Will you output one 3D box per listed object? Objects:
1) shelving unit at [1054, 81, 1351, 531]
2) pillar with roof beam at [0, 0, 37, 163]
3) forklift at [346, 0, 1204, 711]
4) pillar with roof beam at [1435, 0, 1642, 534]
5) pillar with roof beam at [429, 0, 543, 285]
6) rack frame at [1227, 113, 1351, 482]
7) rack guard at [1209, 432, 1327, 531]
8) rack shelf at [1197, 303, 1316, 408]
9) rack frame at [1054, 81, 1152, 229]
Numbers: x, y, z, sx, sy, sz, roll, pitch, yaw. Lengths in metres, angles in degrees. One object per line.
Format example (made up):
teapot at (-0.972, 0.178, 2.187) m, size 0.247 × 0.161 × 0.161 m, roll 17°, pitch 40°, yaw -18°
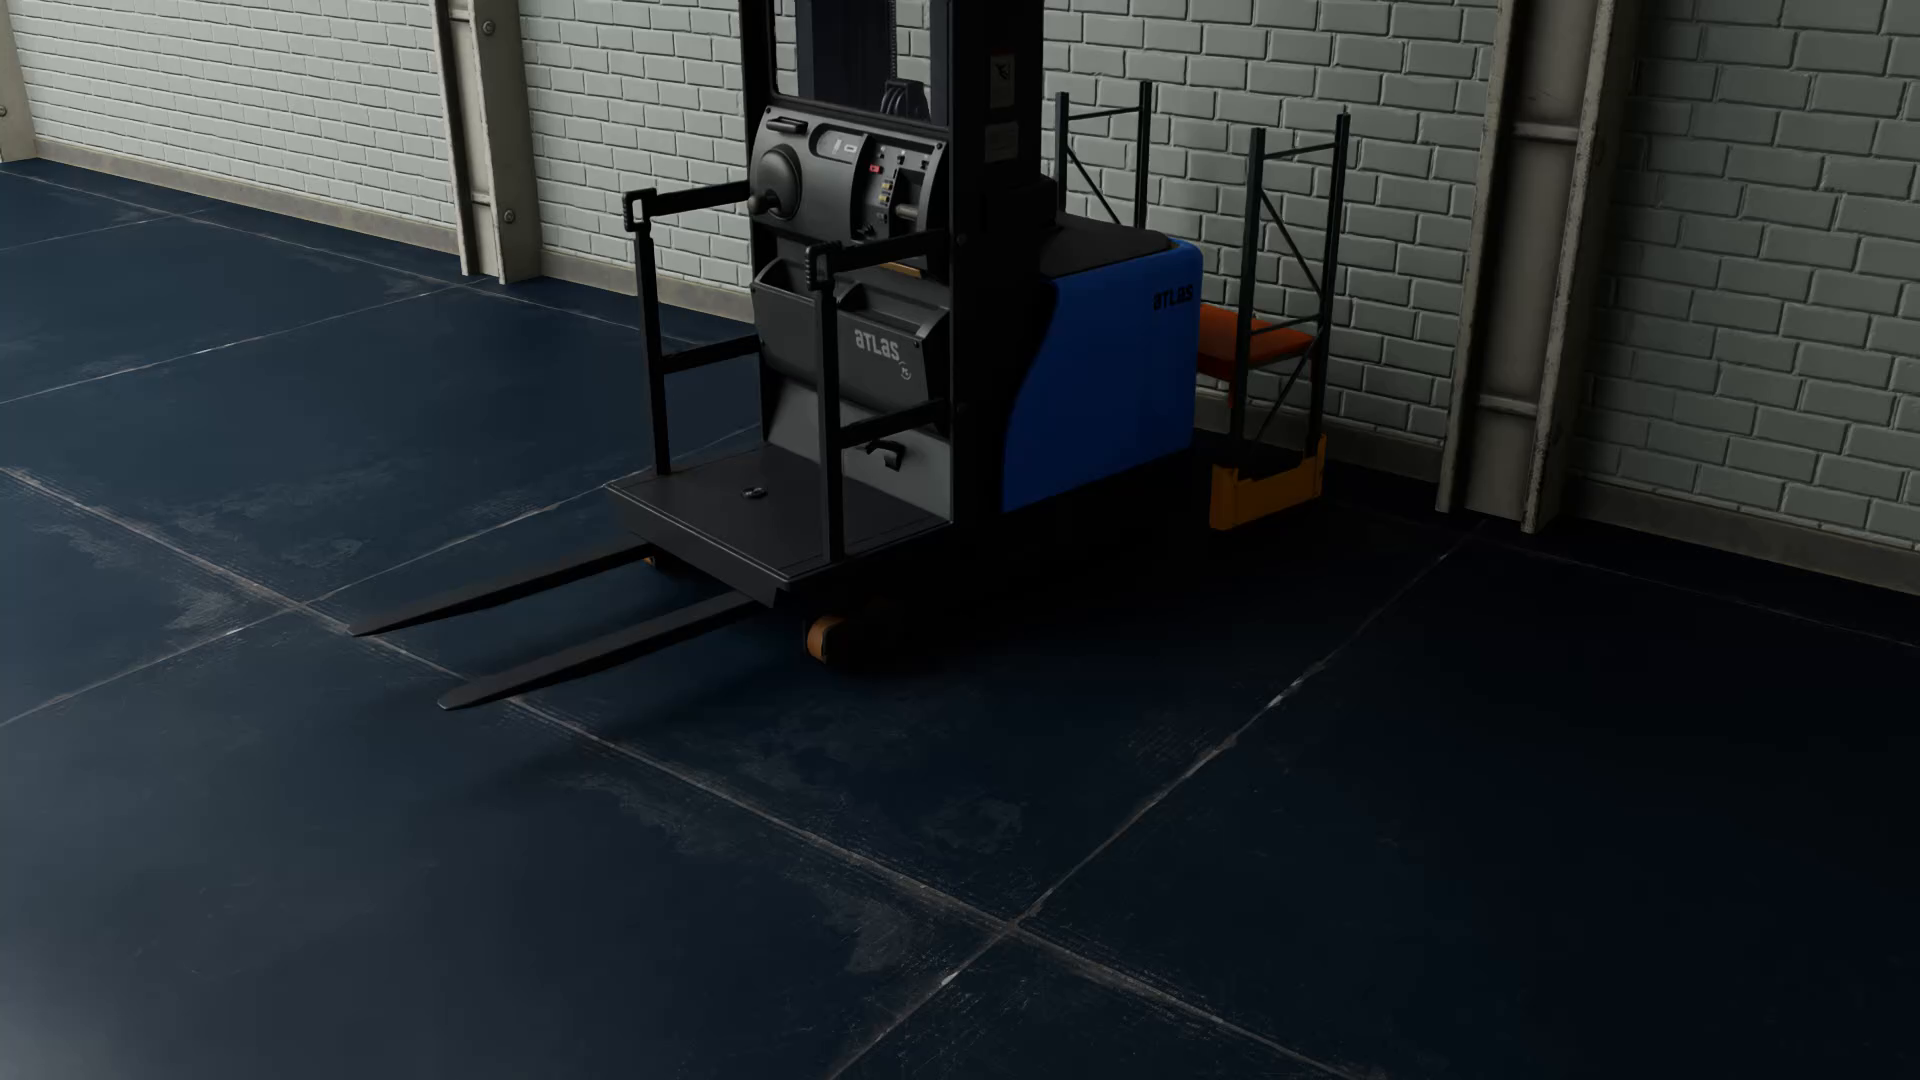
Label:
shelving unit at (0.889, -0.962, 6.572) m, size 0.587 × 1.500 × 1.083 m, roll -18°, pitch 29°, yaw -35°
pillar with roof beam at (-10.073, -5.750, 8.140) m, size 0.400 × 9.000 × 9.100 m, roll 17°, pitch 29°, yaw 33°
forklift at (-0.532, -1.174, 5.280) m, size 3.031 × 2.935 × 1.130 m, roll -20°, pitch 31°, yaw -38°
pillar with roof beam at (-0.471, -2.848, 1.554) m, size 0.400 × 9.000 × 9.100 m, roll 17°, pitch 29°, yaw 33°
pillar with roof beam at (-5.272, -4.299, 4.847) m, size 0.400 × 9.000 × 9.100 m, roll 17°, pitch 29°, yaw 33°
rack frame at (1.213, -0.799, 6.203) m, size 0.500 × 1.500 × 0.032 m, roll -18°, pitch 29°, yaw -35°
rack guard at (1.200, -0.233, 6.468) m, size 0.587 × 0.250 × 0.087 m, roll -18°, pitch 29°, yaw -35°
rack shelf at (0.895, -0.795, 6.638) m, size 0.538 × 0.185 × 1.000 m, roll -18°, pitch 29°, yaw -35°
rack frame at (0.577, -1.119, 6.929) m, size 0.500 × 1.500 × 0.032 m, roll -18°, pitch 29°, yaw -35°
